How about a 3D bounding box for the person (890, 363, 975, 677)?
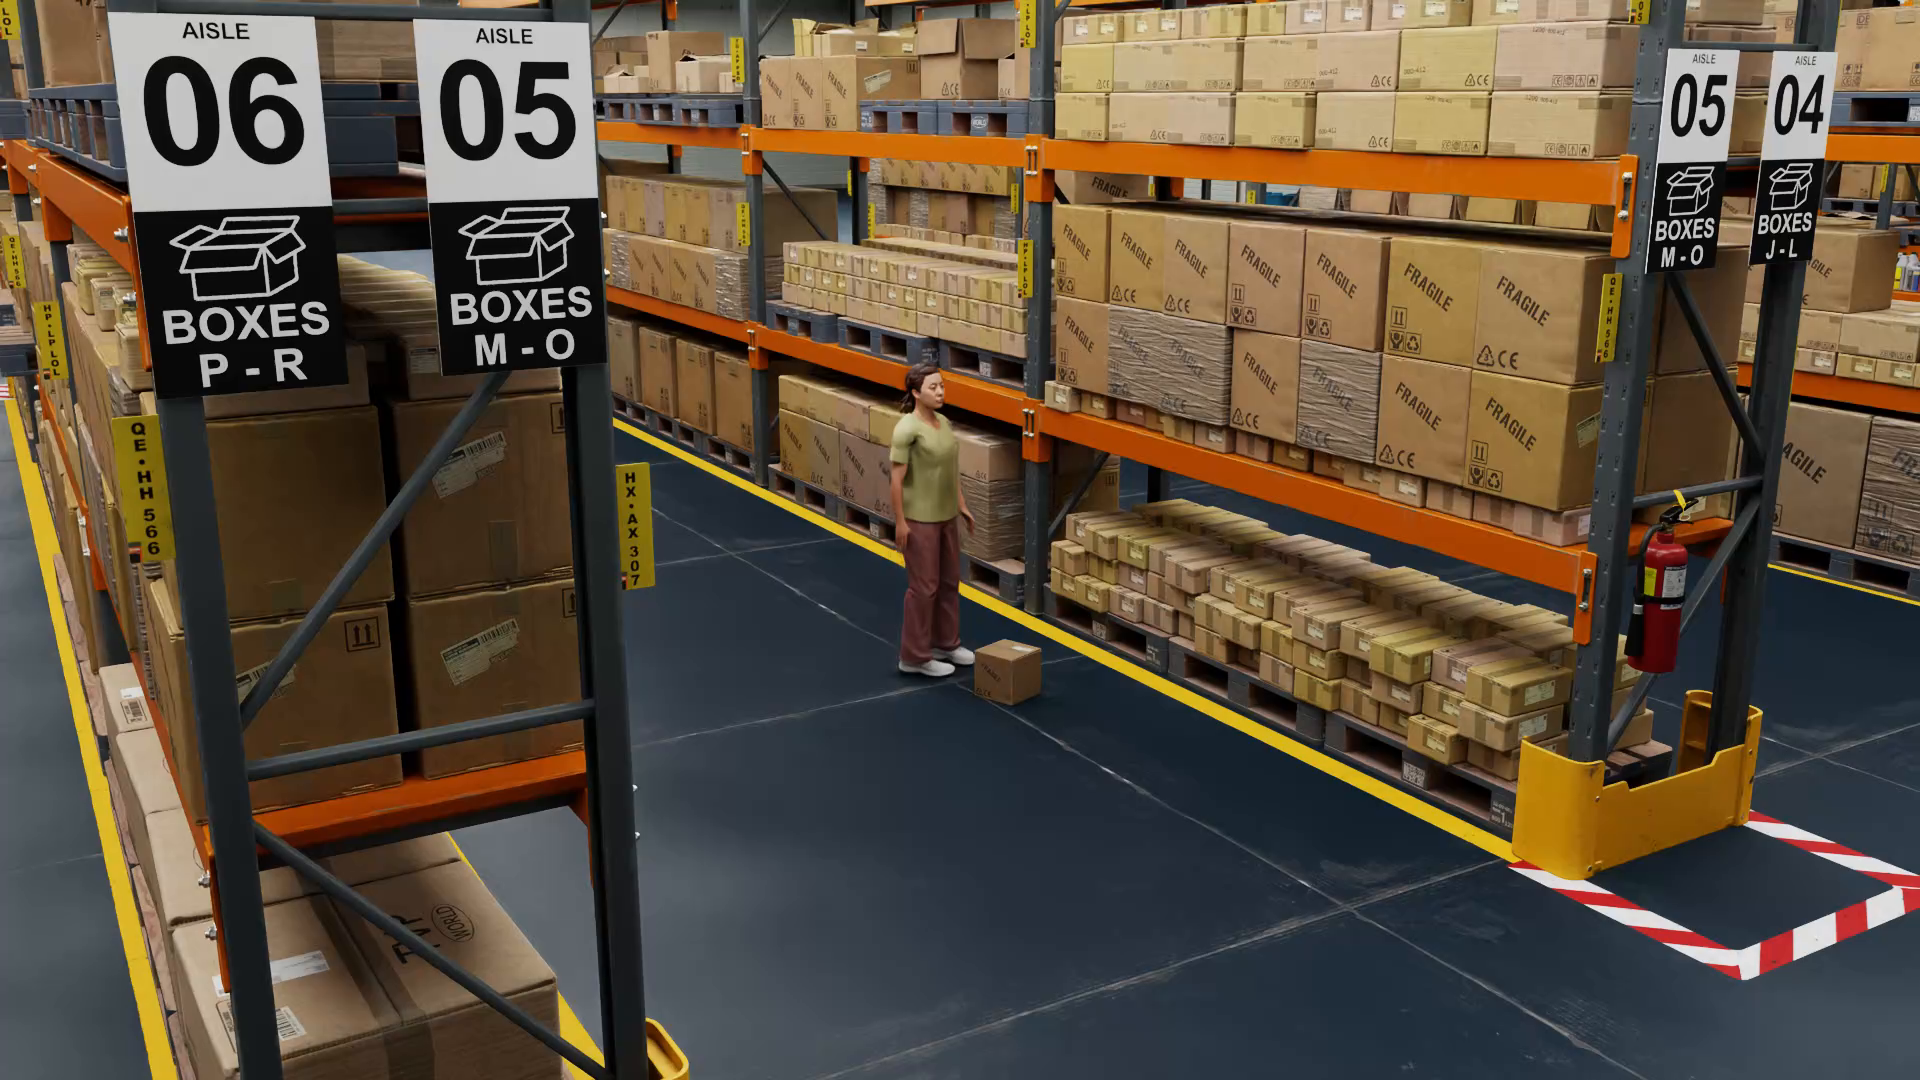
[{"bbox_3d":[-0.158,-0.106,8.858,0.384,1.679,0.482,10,18,32],"label":"person"}]
